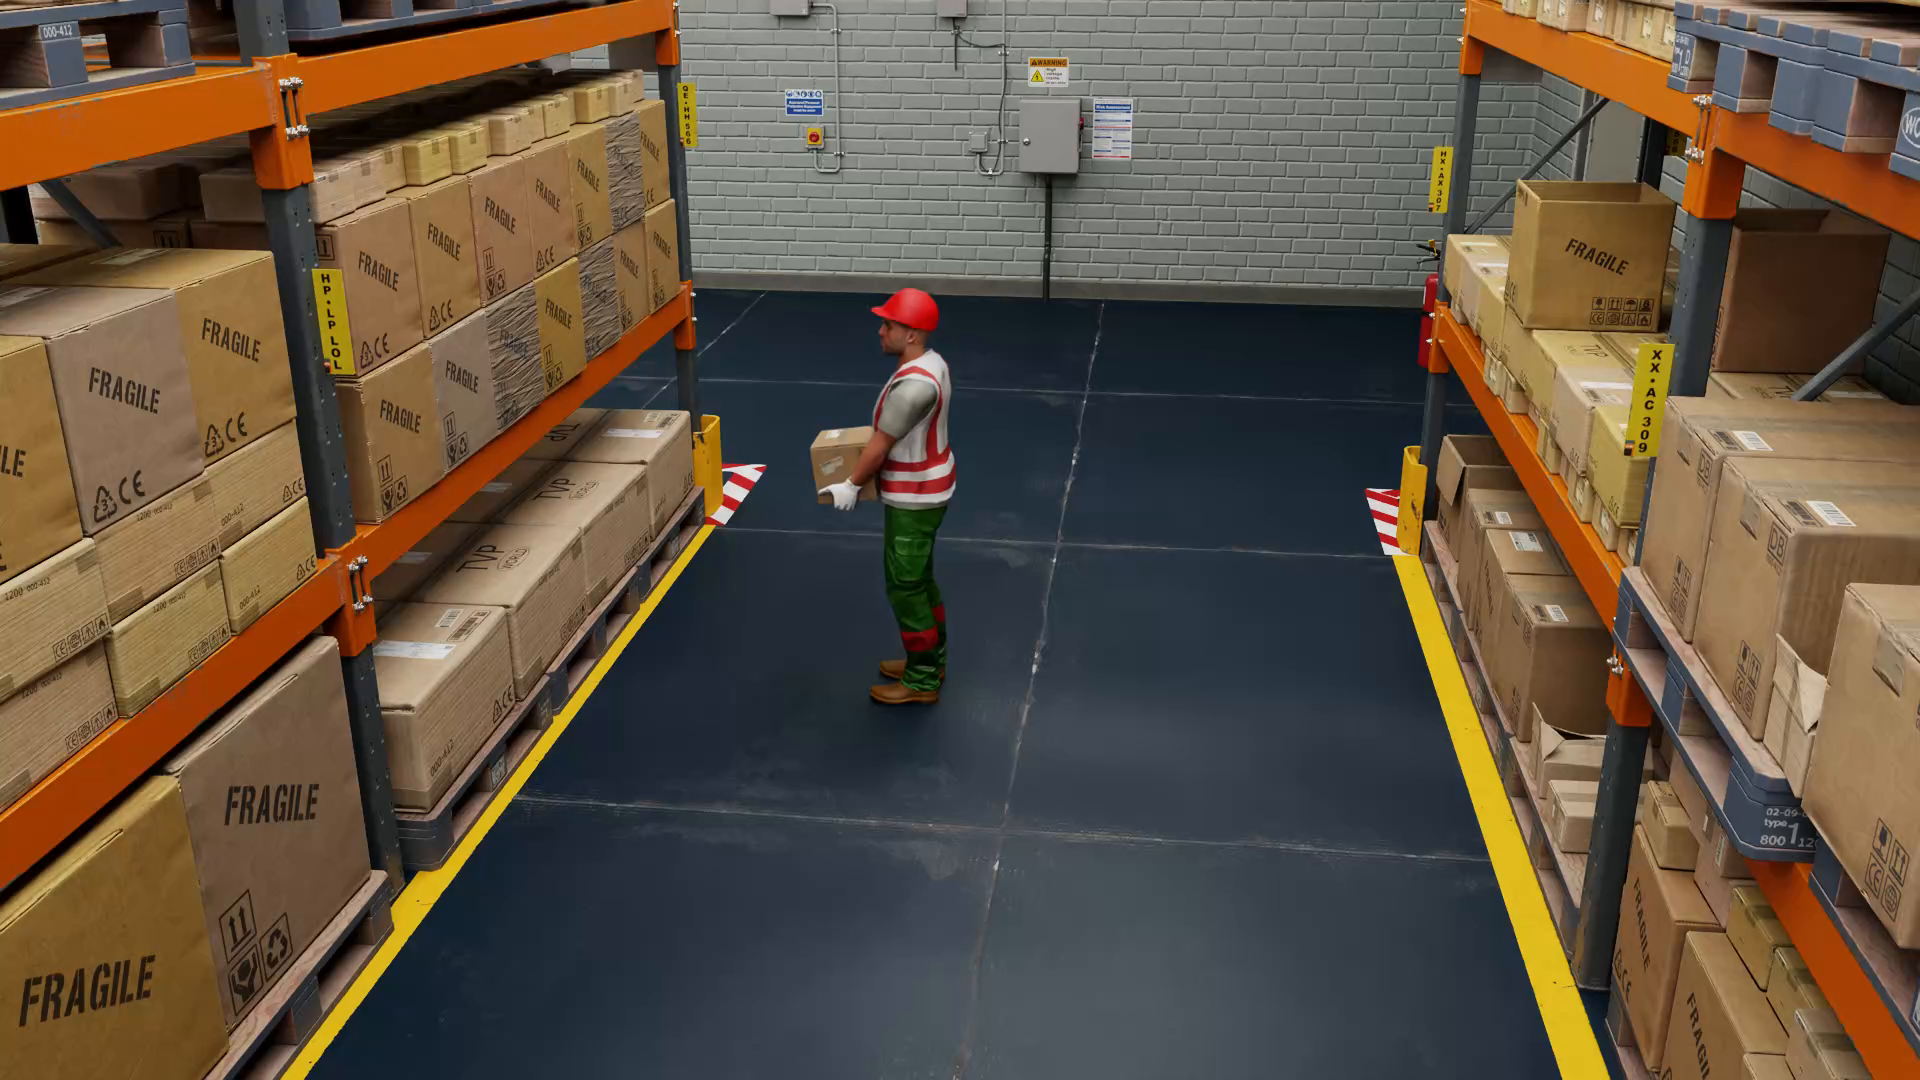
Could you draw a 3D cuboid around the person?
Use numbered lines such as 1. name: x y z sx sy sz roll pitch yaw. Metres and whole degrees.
1. person: -0.196 -0.176 7.010 0.411 1.786 0.550 2 21 5
